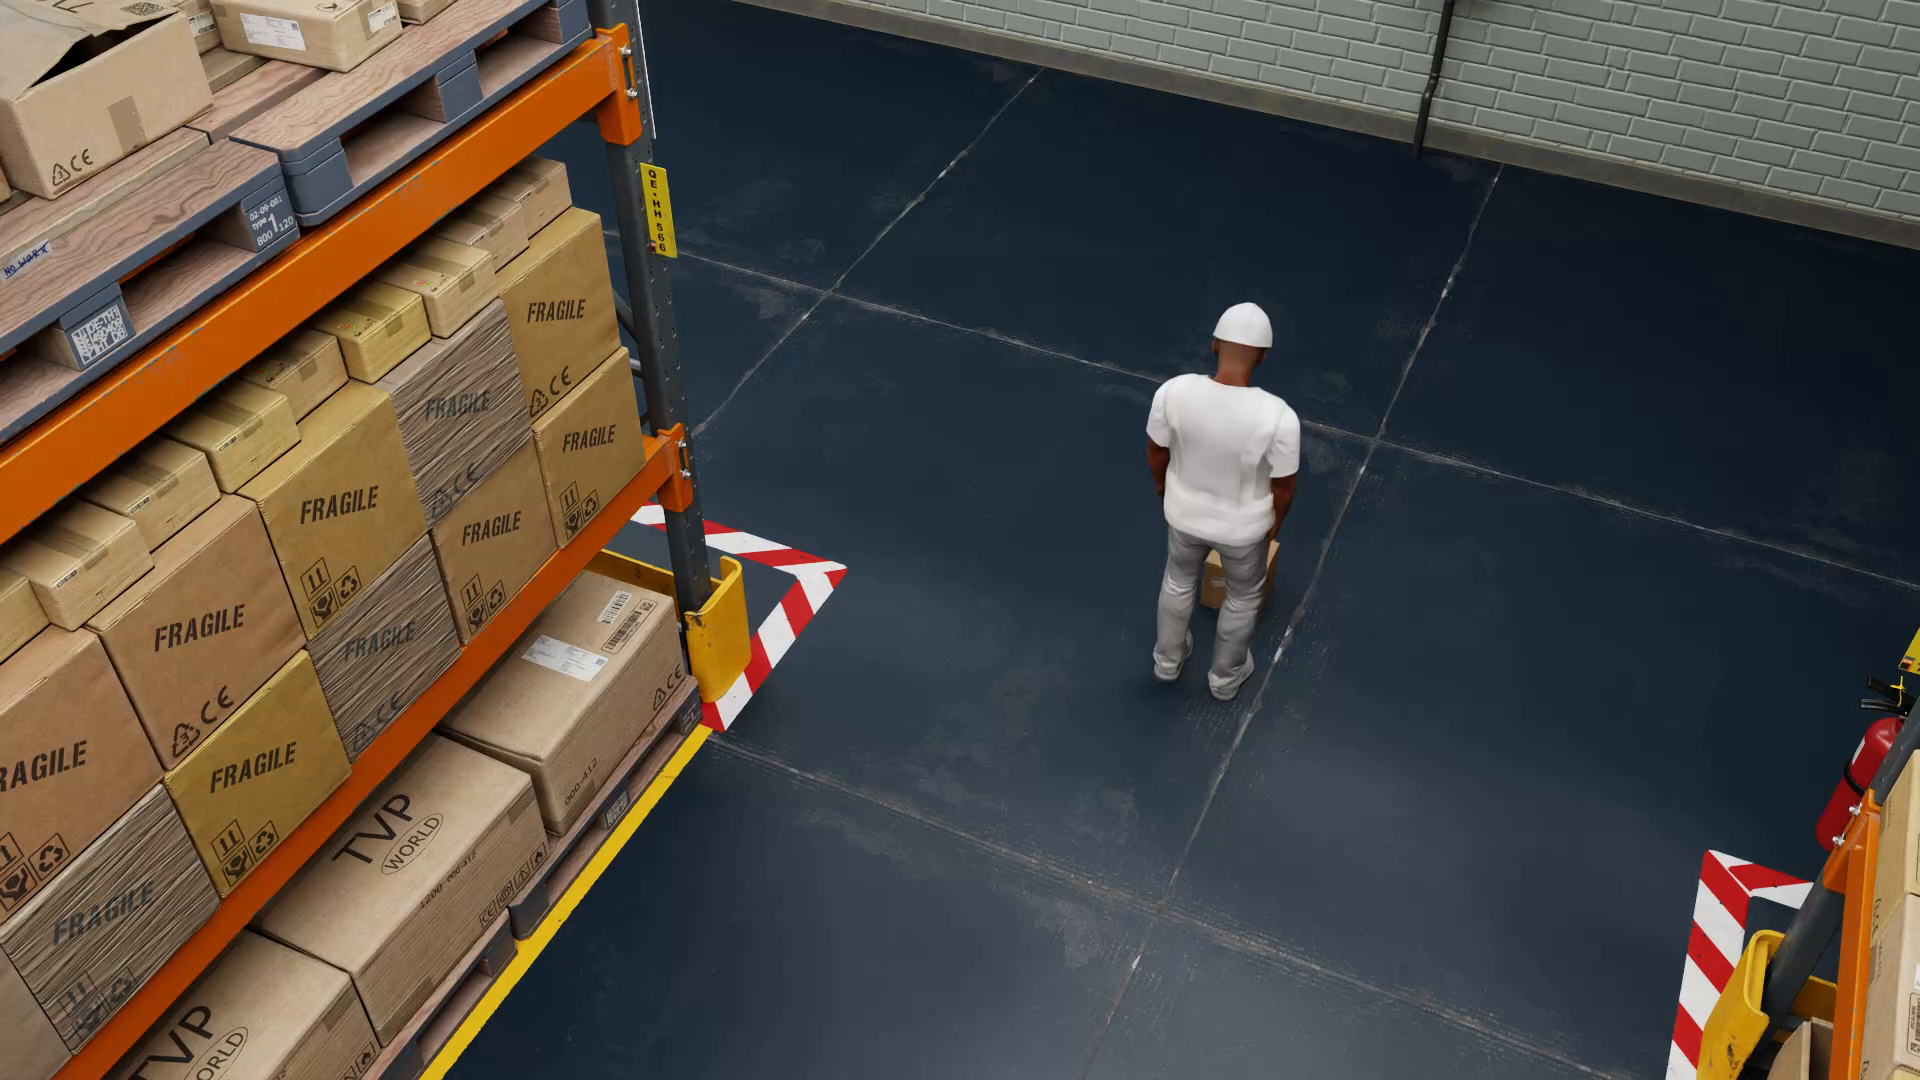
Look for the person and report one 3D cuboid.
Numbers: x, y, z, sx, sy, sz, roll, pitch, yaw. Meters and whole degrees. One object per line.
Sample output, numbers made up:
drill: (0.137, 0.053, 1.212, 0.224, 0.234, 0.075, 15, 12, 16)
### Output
person: (0.974, -0.124, 6.301, 0.578, 1.747, 0.396, 18, 45, 19)
